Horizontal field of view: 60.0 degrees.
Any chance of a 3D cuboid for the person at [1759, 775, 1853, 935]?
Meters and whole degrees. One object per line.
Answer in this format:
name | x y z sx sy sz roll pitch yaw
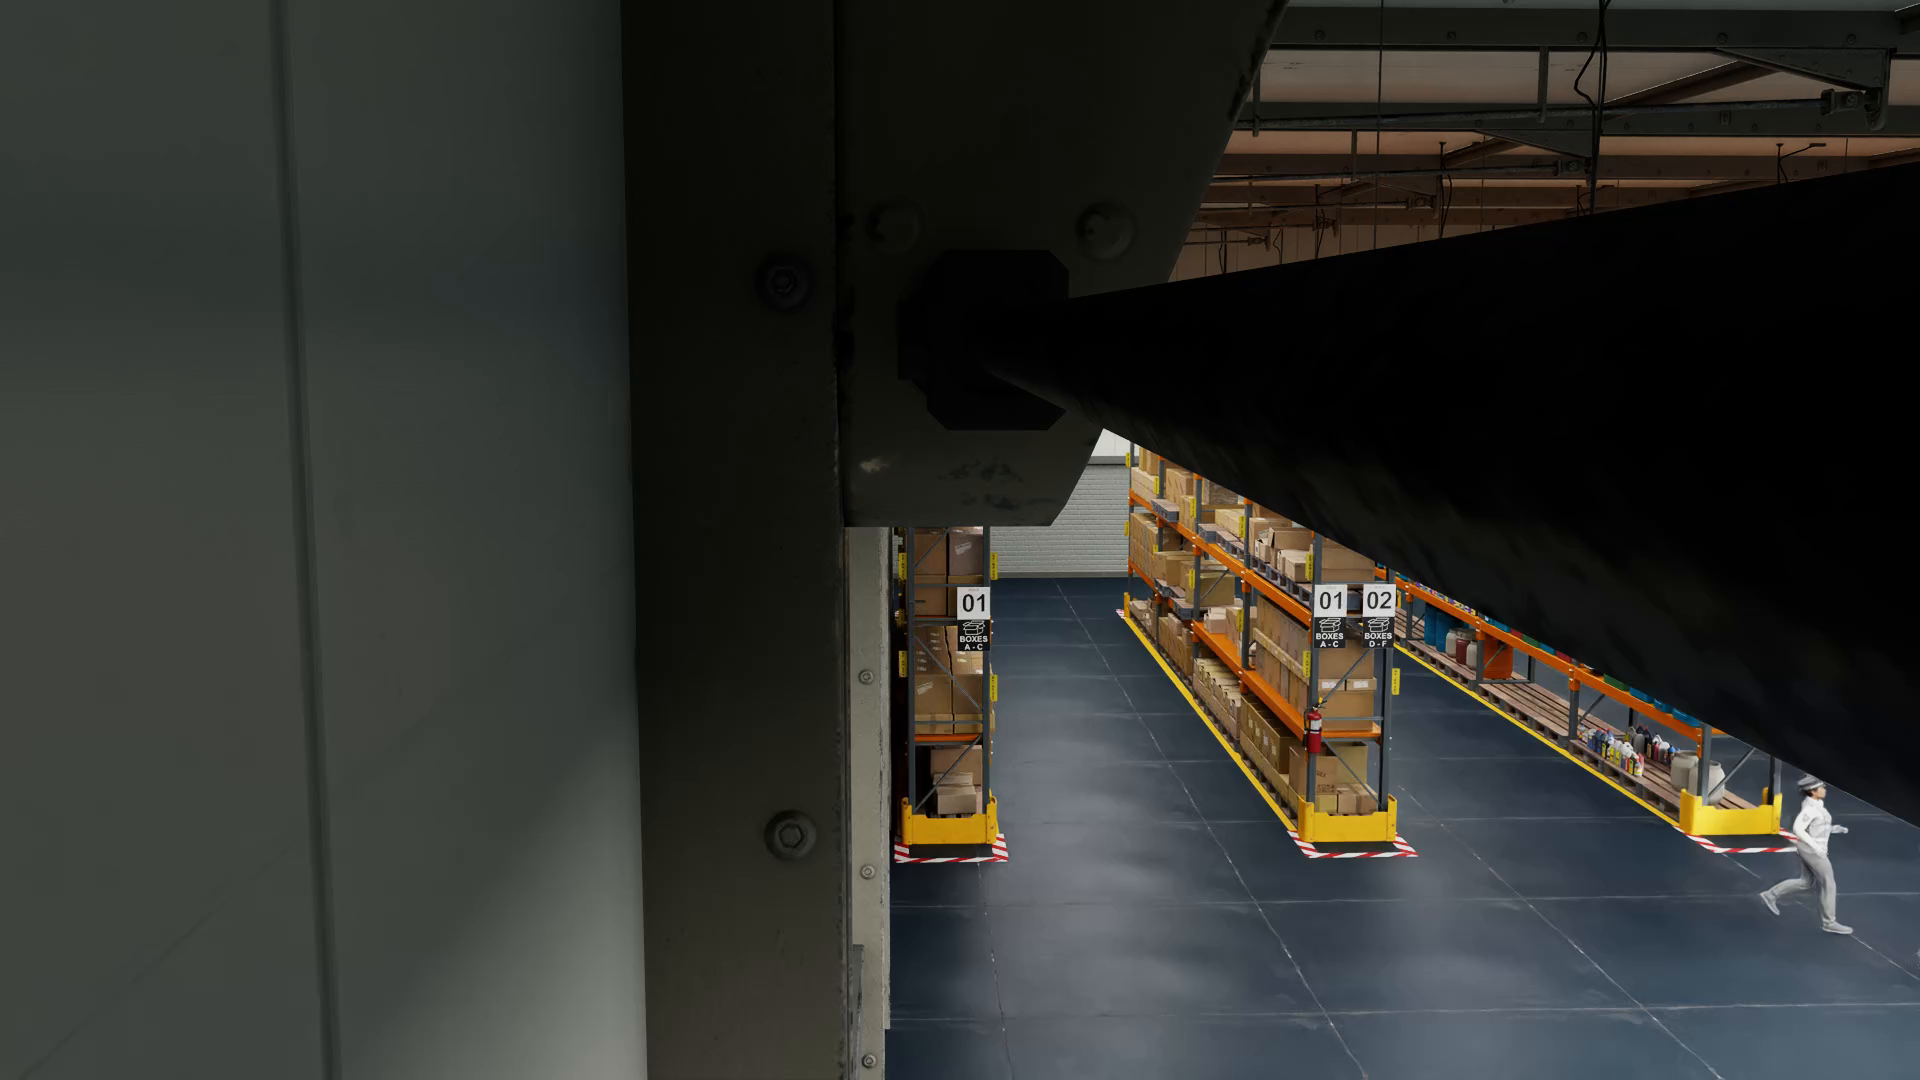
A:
person | 8.939 3.264 17.443 0.853 1.669 0.623 3 8 22
